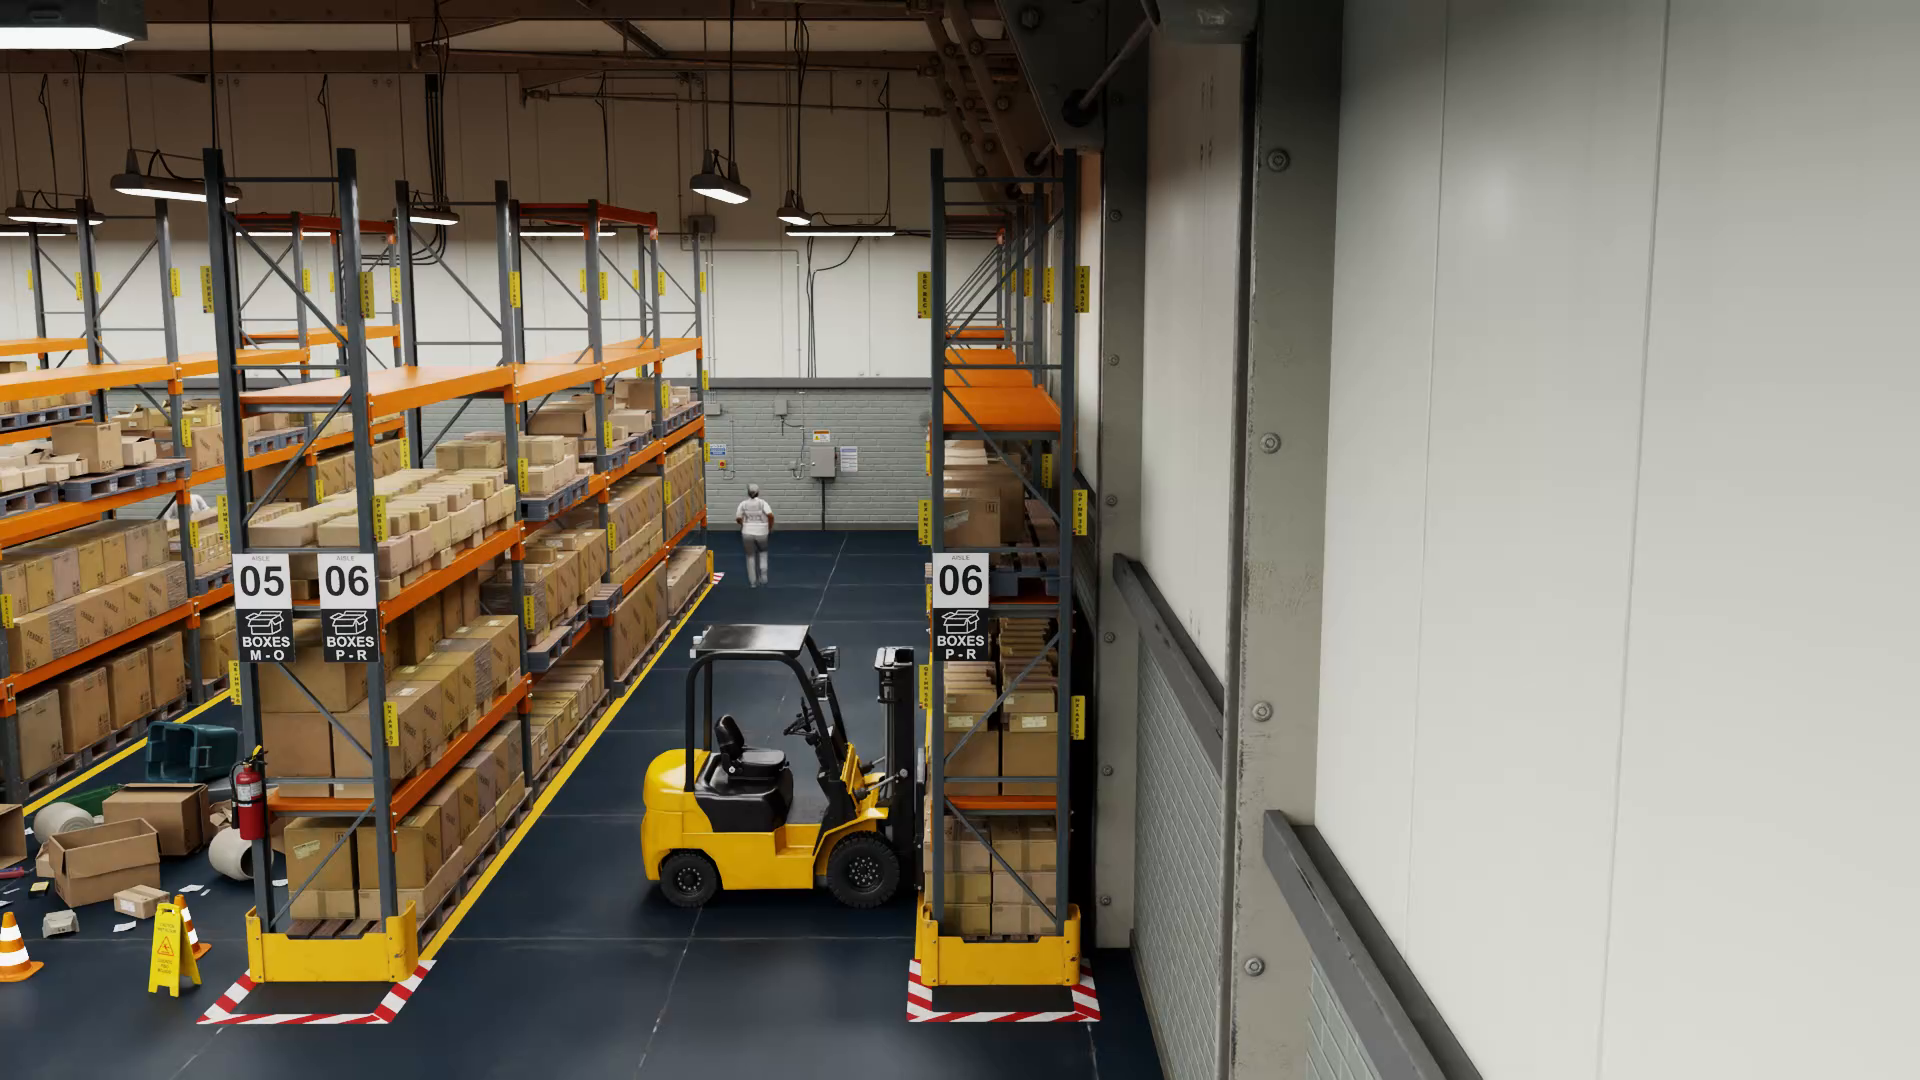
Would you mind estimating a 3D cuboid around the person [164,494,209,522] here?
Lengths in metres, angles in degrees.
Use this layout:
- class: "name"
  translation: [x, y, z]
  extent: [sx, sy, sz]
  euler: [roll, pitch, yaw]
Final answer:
- class: "person"
  translation: [-13.019, -0.144, 28.071]
  extent: [0.749, 1.690, 0.716]
  euler: [-7, 11, -37]

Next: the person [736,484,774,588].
- class: "person"
  translation: [-3.199, -0.079, 26.060]
  extent: [0.592, 1.636, 0.575]
  euler: [-1, 9, -6]
